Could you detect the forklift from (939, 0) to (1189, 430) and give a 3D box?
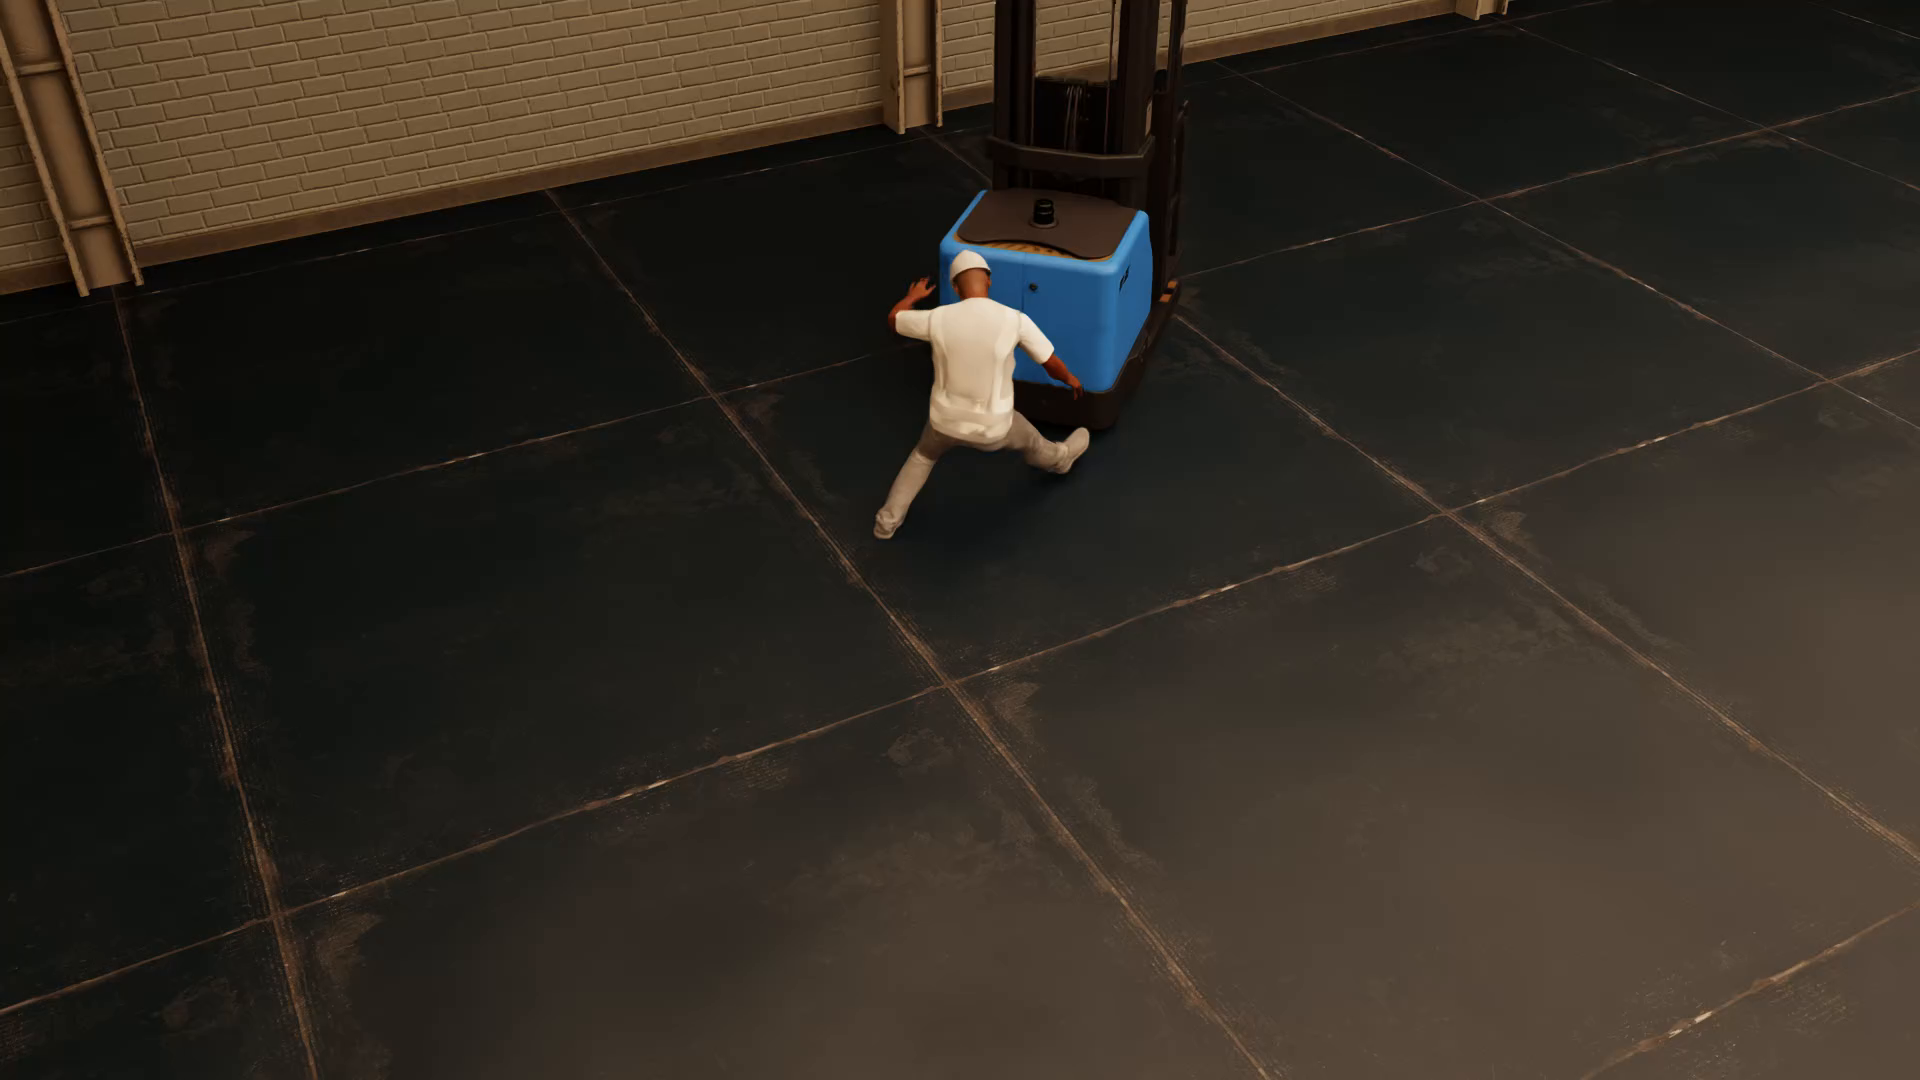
[{"bbox_3d":[0.808,-2.671,9.902,1.130,2.935,3.031,11,37,15],"label":"forklift"}]

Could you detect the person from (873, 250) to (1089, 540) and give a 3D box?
[{"bbox_3d":[0.127,-0.818,8.566,0.981,1.469,1.077,9,36,12],"label":"person"}]
